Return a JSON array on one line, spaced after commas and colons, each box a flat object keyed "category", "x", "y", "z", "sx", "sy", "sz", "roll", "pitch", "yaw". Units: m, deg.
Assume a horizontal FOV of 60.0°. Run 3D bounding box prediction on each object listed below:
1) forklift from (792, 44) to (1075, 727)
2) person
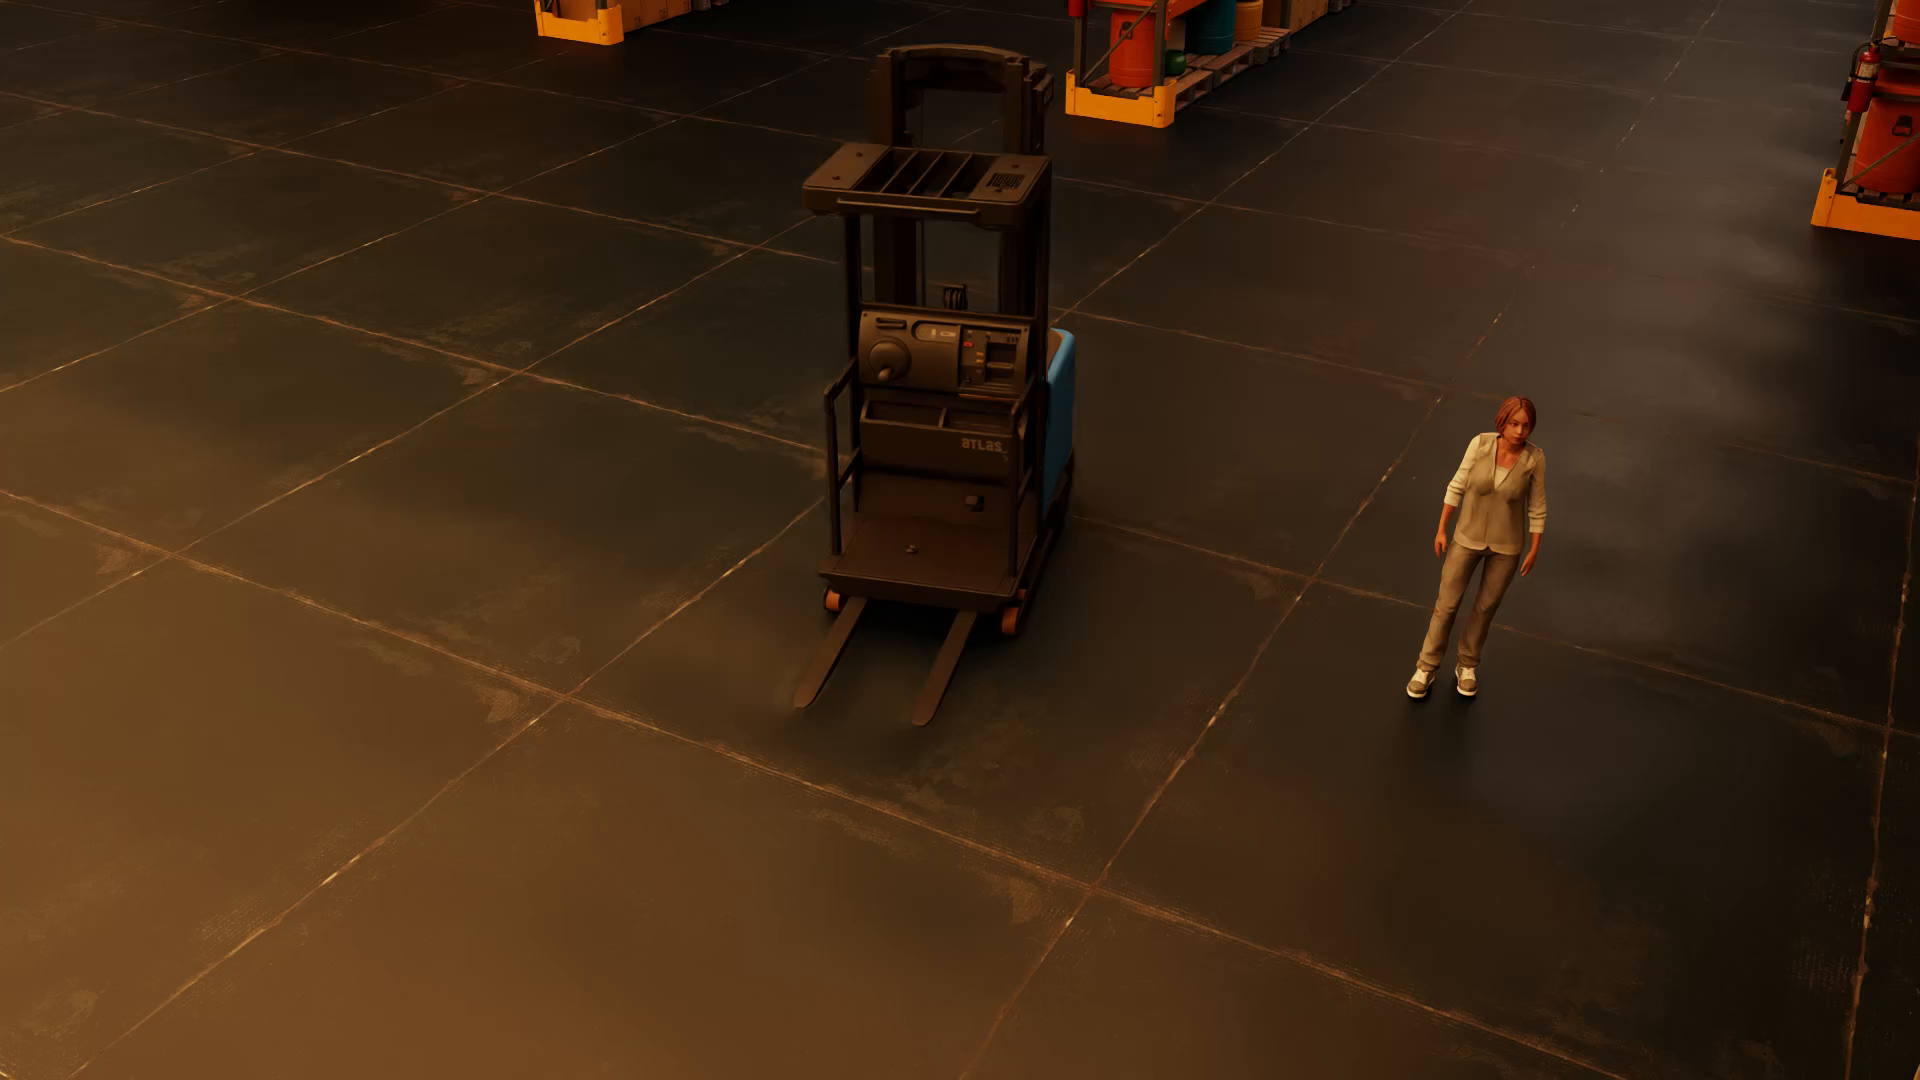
[{"category": "forklift", "x": -0.137, "y": -0.955, "z": 8.726, "sx": 1.130, "sy": 2.935, "sz": 3.031, "roll": 7, "pitch": 31, "yaw": 12}, {"category": "person", "x": 2.614, "y": 0.060, "z": 8.288, "sx": 0.518, "sy": 1.597, "sz": 0.476, "roll": 10, "pitch": 31, "yaw": 16}]
